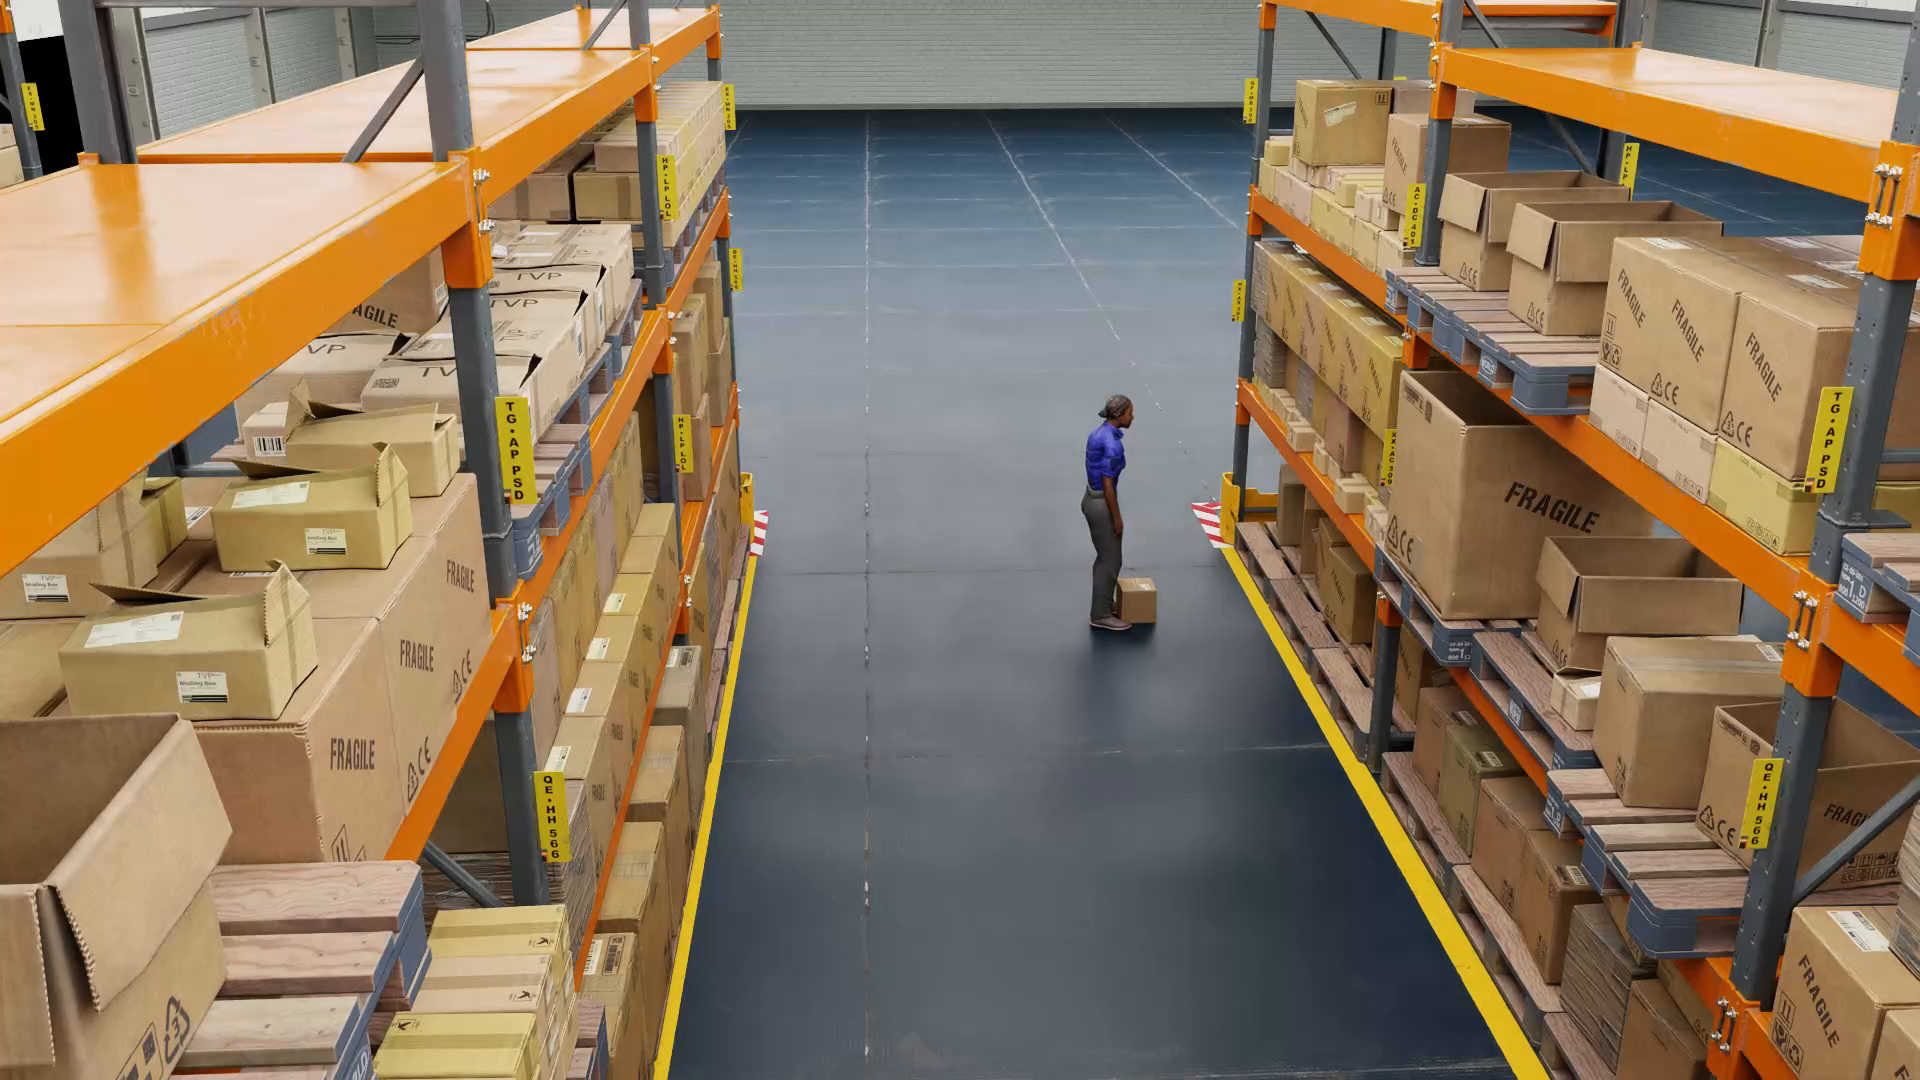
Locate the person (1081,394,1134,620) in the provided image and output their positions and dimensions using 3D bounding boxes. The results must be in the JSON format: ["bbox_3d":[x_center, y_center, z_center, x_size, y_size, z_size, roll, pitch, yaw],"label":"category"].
[{"bbox_3d":[1.032,-0.252,11.659,0.349,1.586,0.503,-2,21,-5],"label":"person"}]
